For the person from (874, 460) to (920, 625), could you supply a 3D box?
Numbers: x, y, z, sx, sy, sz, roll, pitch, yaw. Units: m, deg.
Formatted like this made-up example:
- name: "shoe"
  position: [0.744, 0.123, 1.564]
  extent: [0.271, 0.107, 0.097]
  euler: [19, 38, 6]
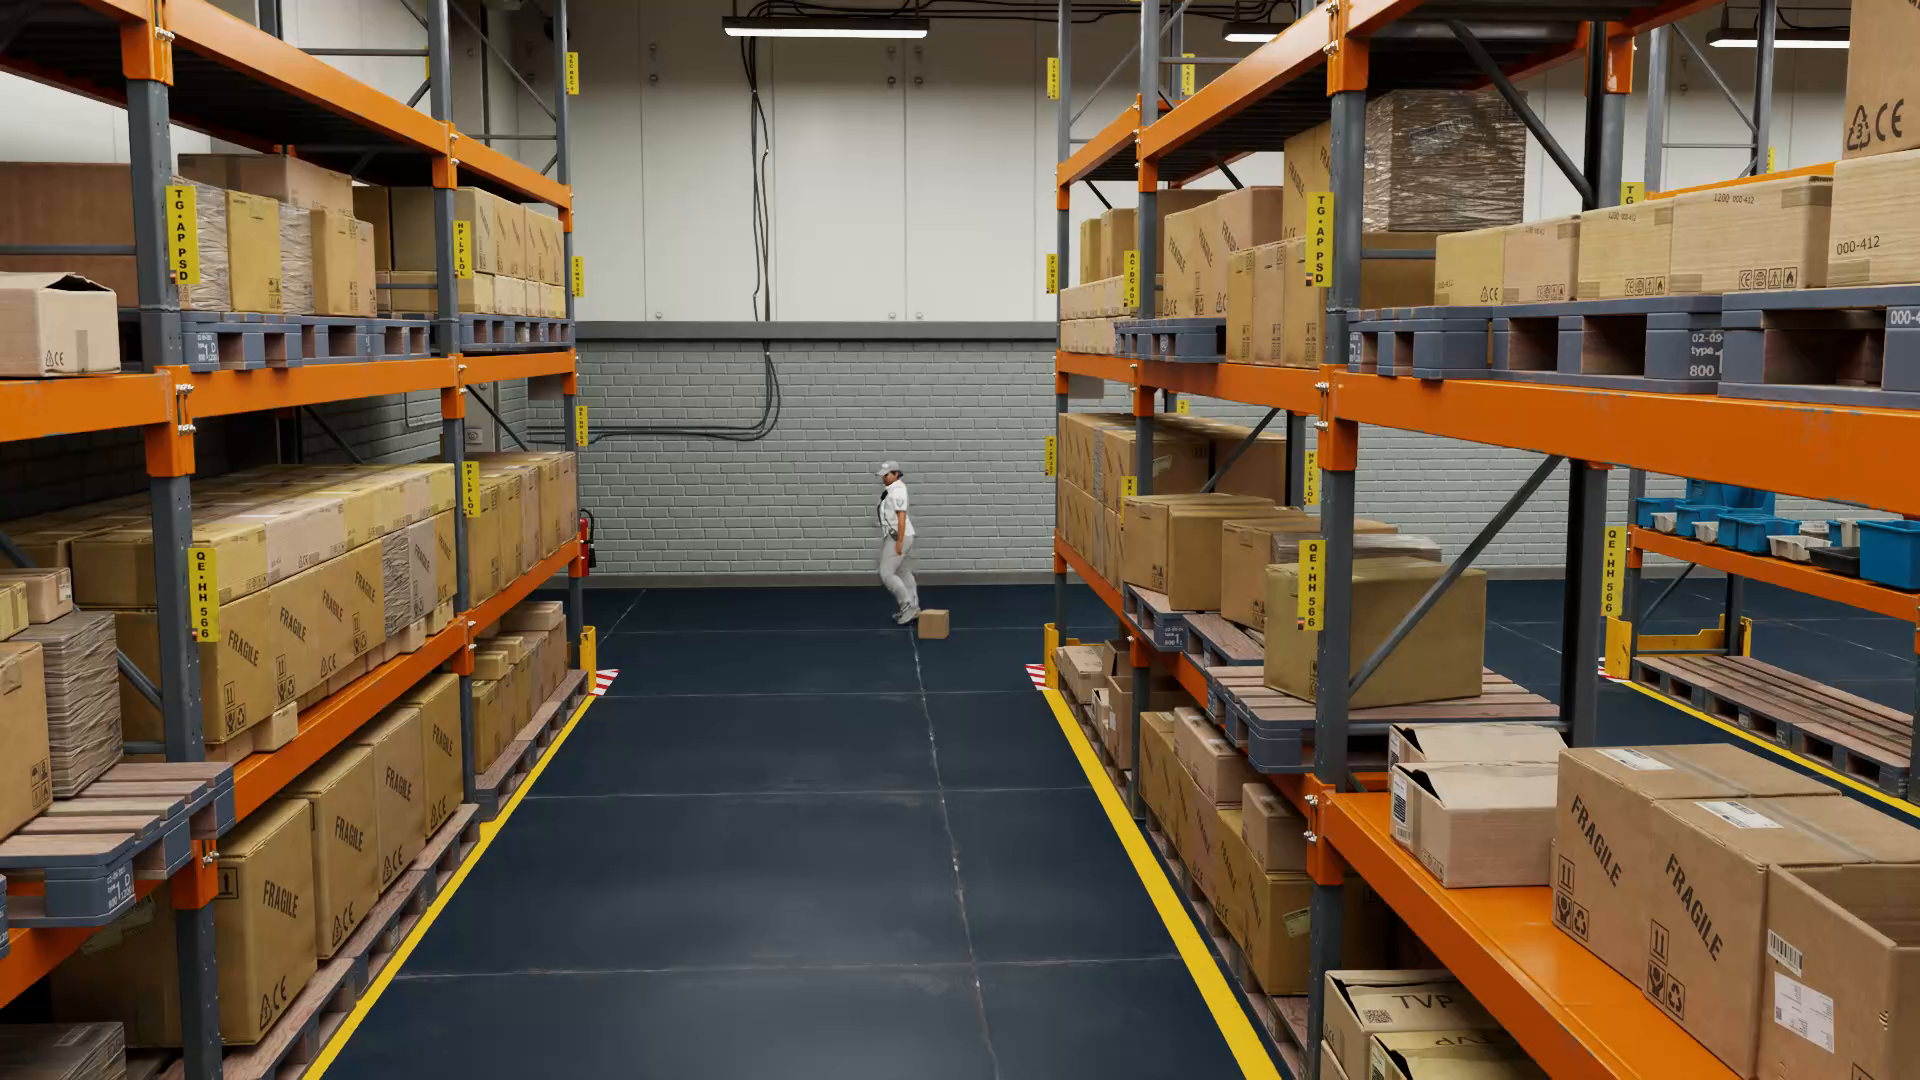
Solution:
- name: "person"
  position: [-0.637, 0.010, 17.047]
  extent: [0.476, 1.653, 0.578]
  euler: [-1, 7, -4]
